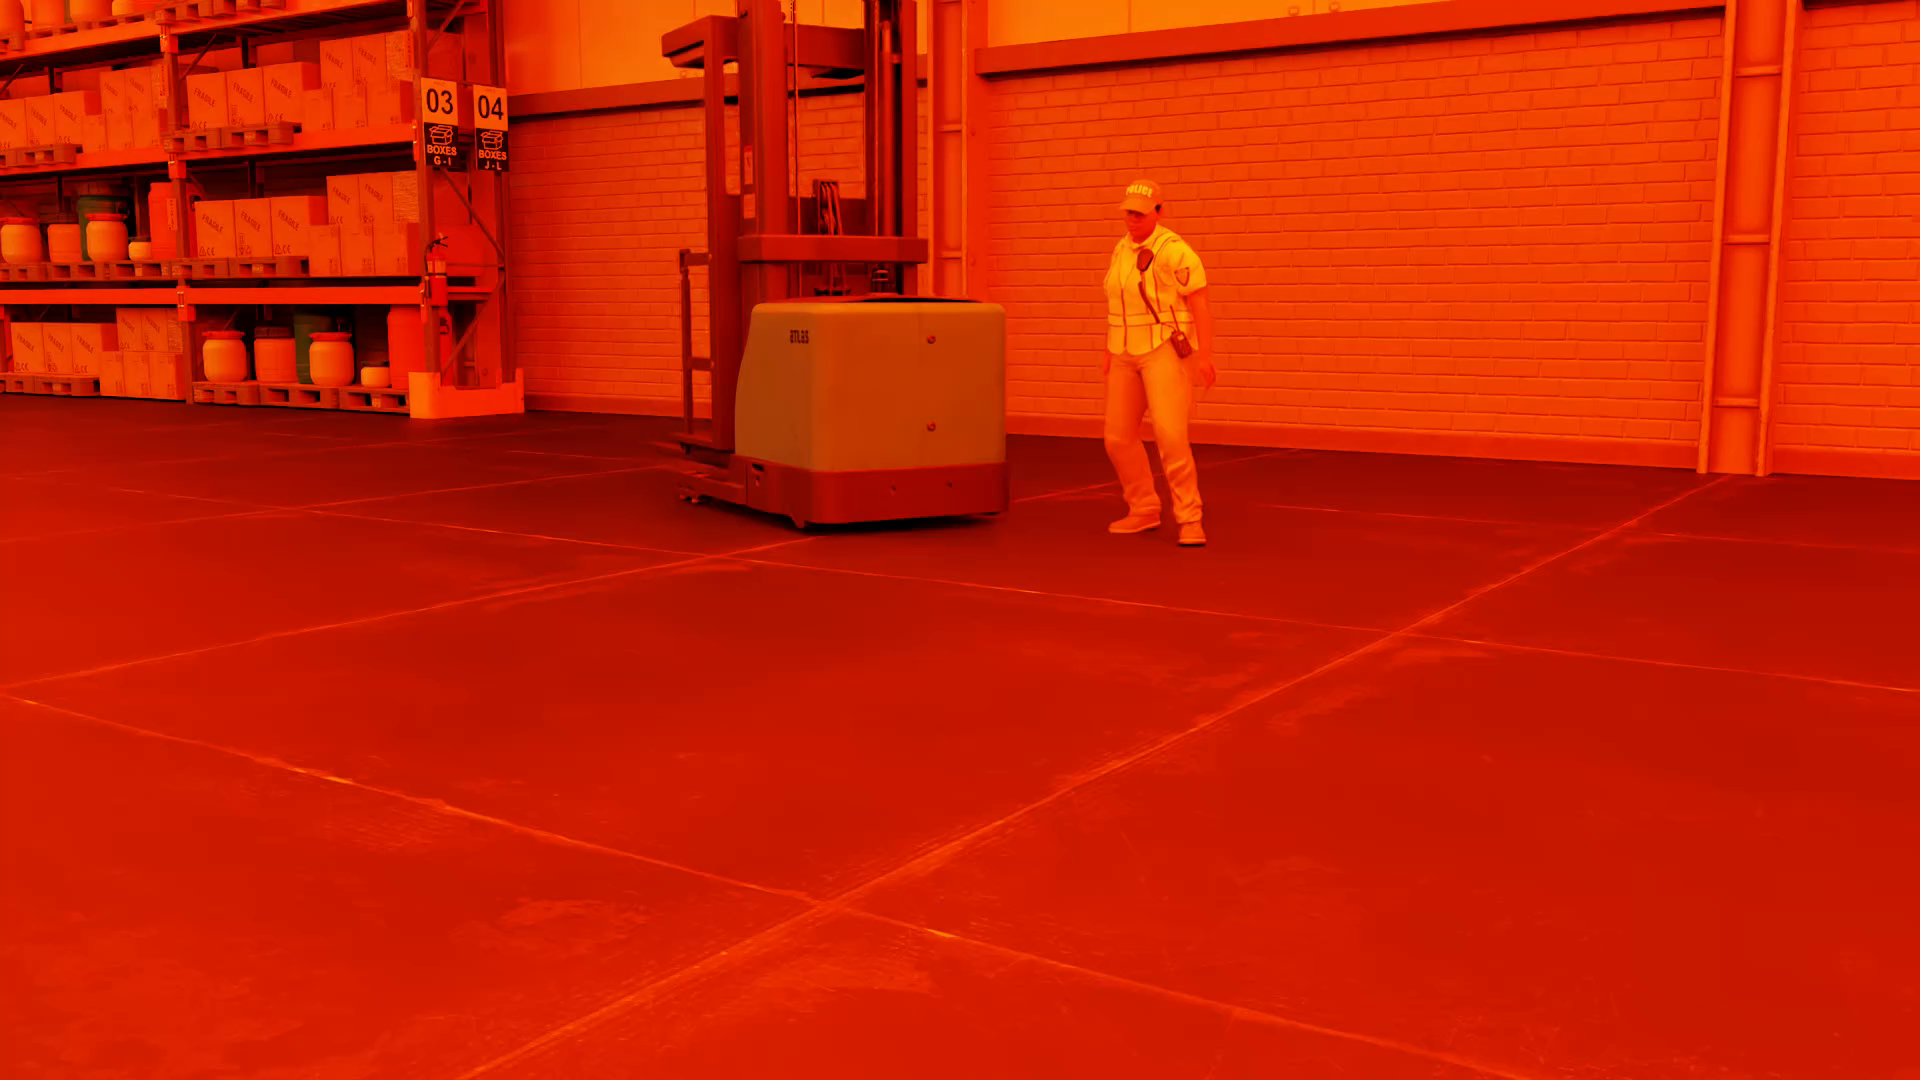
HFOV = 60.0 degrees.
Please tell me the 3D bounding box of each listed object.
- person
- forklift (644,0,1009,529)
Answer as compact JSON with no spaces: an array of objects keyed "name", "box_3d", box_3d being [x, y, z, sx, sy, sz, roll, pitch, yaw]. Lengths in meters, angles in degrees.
[{"name":"person","box_3d":[0.887,-0.827,7.663,0.470,1.638,0.811,-7,11,-40]},{"name":"forklift","box_3d":[-0.920,-1.671,8.944,1.130,2.935,3.031,-5,9,-29]}]
